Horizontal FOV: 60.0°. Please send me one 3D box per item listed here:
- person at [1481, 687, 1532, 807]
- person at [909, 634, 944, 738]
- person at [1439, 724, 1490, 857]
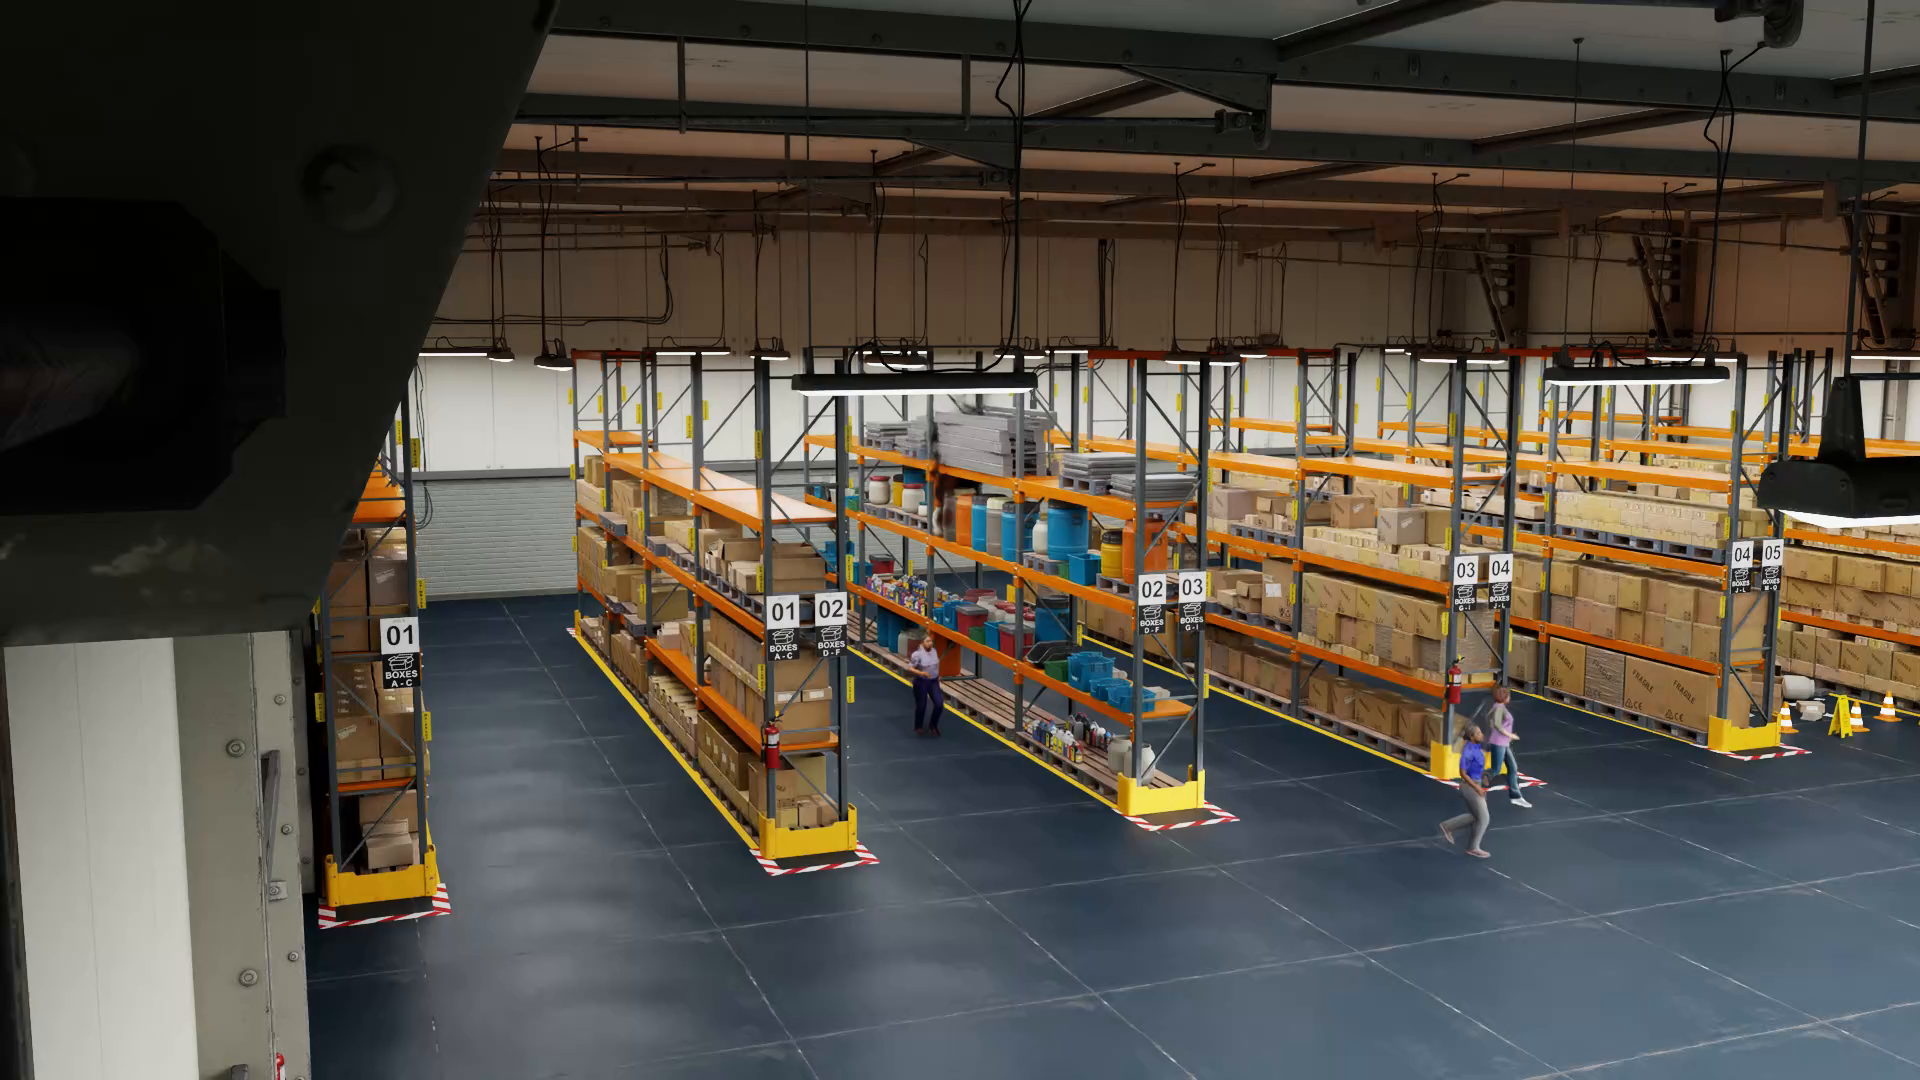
[{"bbox_3d":[7.275,2.765,22.378,0.873,1.571,0.607,3,8,20],"label":"person"},{"bbox_3d":[-0.518,2.306,26.052,0.597,1.679,0.695,-3,8,-25],"label":"person"},{"bbox_3d":[6.156,3.039,20.216,0.611,1.625,0.576,2,7,17],"label":"person"}]
